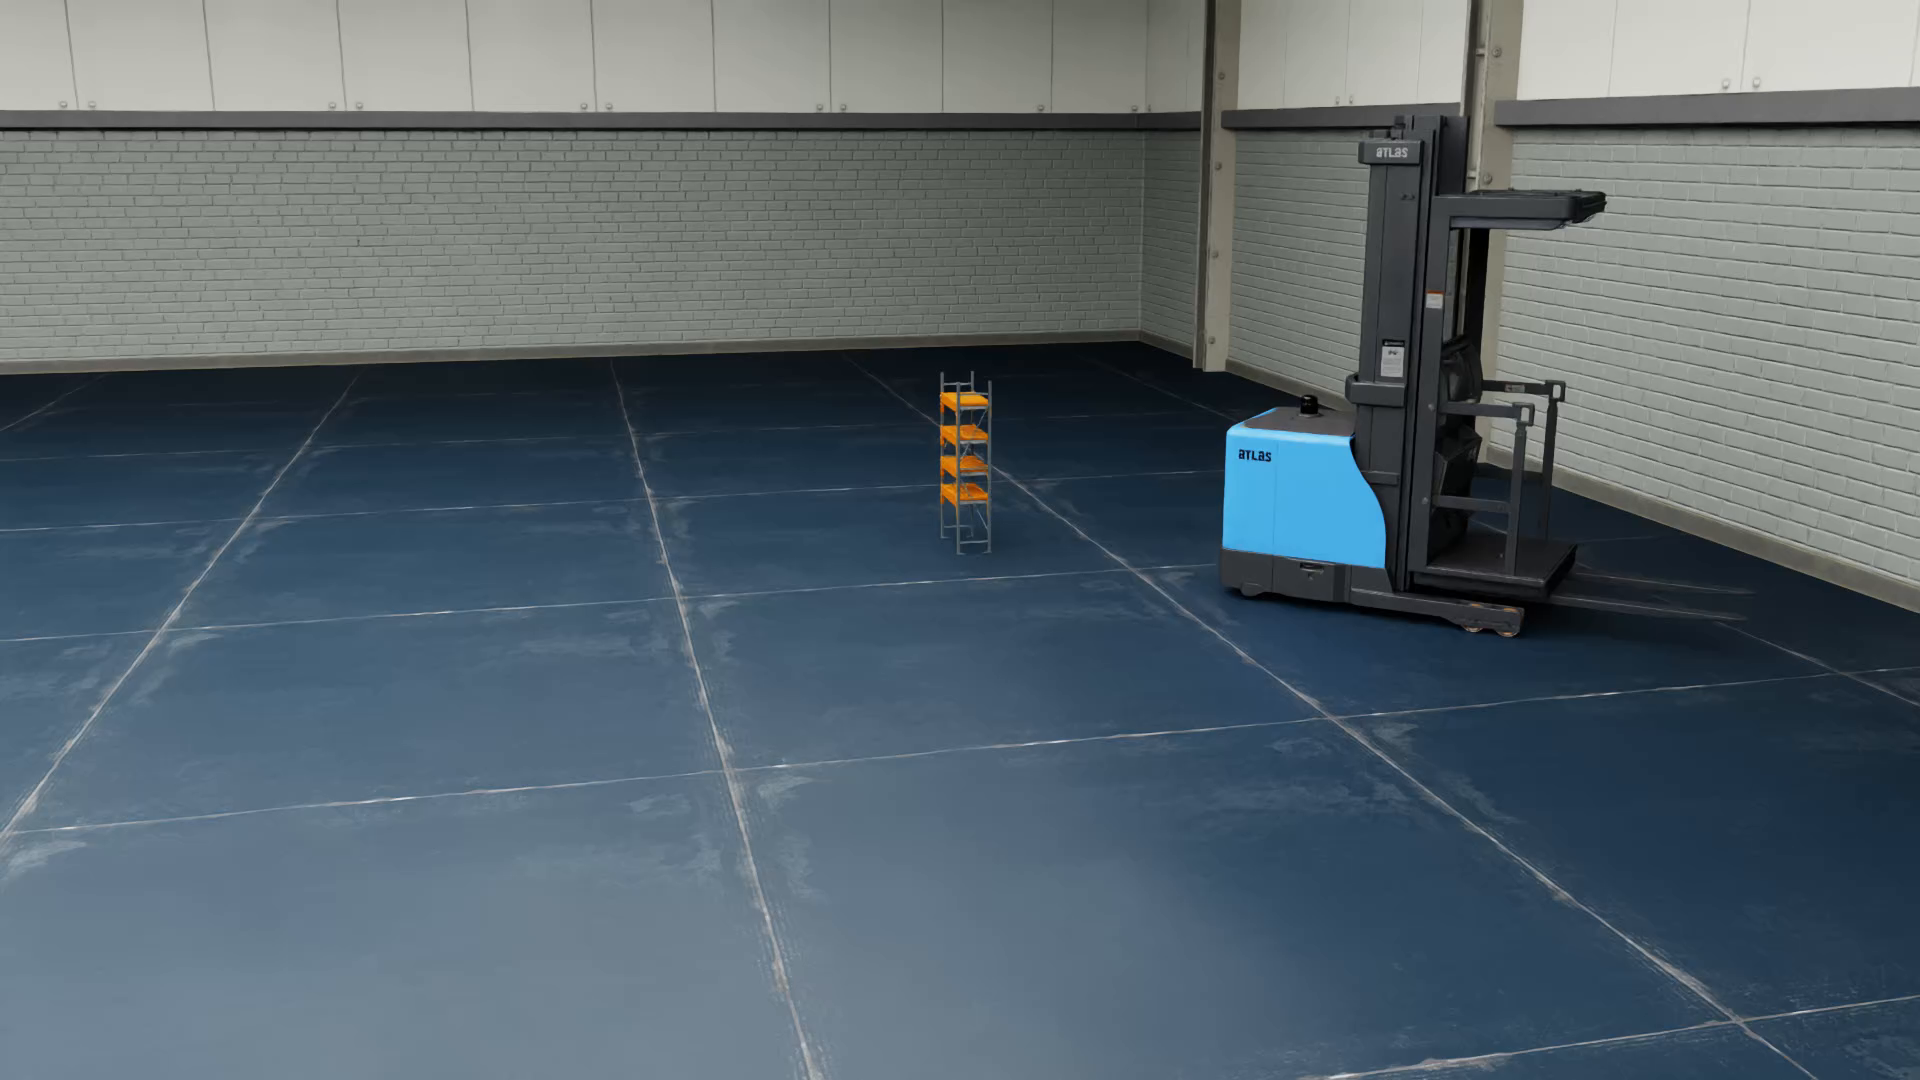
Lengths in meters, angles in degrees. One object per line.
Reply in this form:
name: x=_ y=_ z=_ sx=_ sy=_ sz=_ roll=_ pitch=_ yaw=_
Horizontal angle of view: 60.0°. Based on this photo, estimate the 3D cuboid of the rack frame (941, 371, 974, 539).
rack frame: x=-0.018 y=-0.601 z=11.859 sx=0.240 sy=1.200 sz=0.015 roll=-3 pitch=14 yaw=-13

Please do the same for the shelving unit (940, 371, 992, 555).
shelving unit: x=0.039 y=-0.545 z=11.628 sx=0.258 sy=1.200 sz=0.503 roll=-3 pitch=14 yaw=-13

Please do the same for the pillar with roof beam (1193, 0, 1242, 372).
pillar with roof beam: x=-1.089 y=-6.245 z=18.527 sx=9.100 sy=9.000 sz=0.400 roll=-3 pitch=14 yaw=-13

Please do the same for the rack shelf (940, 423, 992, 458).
rack shelf: x=0.039 y=-0.697 z=11.591 sx=0.258 sy=0.148 sz=0.480 roll=-3 pitch=14 yaw=-13

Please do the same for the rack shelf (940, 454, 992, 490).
rack shelf: x=0.039 y=-0.479 z=11.644 sx=0.258 sy=0.148 sz=0.480 roll=-3 pitch=14 yaw=-13

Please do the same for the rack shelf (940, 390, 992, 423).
rack shelf: x=0.039 y=-0.926 z=11.535 sx=0.258 sy=0.148 sz=0.480 roll=-3 pitch=14 yaw=-13

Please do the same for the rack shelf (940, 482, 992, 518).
rack shelf: x=0.039 y=-0.286 z=11.691 sx=0.258 sy=0.148 sz=0.480 roll=-3 pitch=14 yaw=-13

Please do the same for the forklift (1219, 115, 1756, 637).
forklift: x=3.176 y=-1.006 z=9.870 sx=3.031 sy=2.935 sz=1.130 roll=7 pitch=16 yaw=28

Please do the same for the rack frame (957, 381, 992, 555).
rack frame: x=0.096 y=-0.488 z=11.398 sx=0.240 sy=1.200 sz=0.015 roll=-3 pitch=14 yaw=-13

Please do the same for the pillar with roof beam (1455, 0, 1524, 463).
pillar with roof beam: x=0.320 y=-4.861 z=12.861 sx=9.100 sy=9.000 sz=0.400 roll=-3 pitch=14 yaw=-13
